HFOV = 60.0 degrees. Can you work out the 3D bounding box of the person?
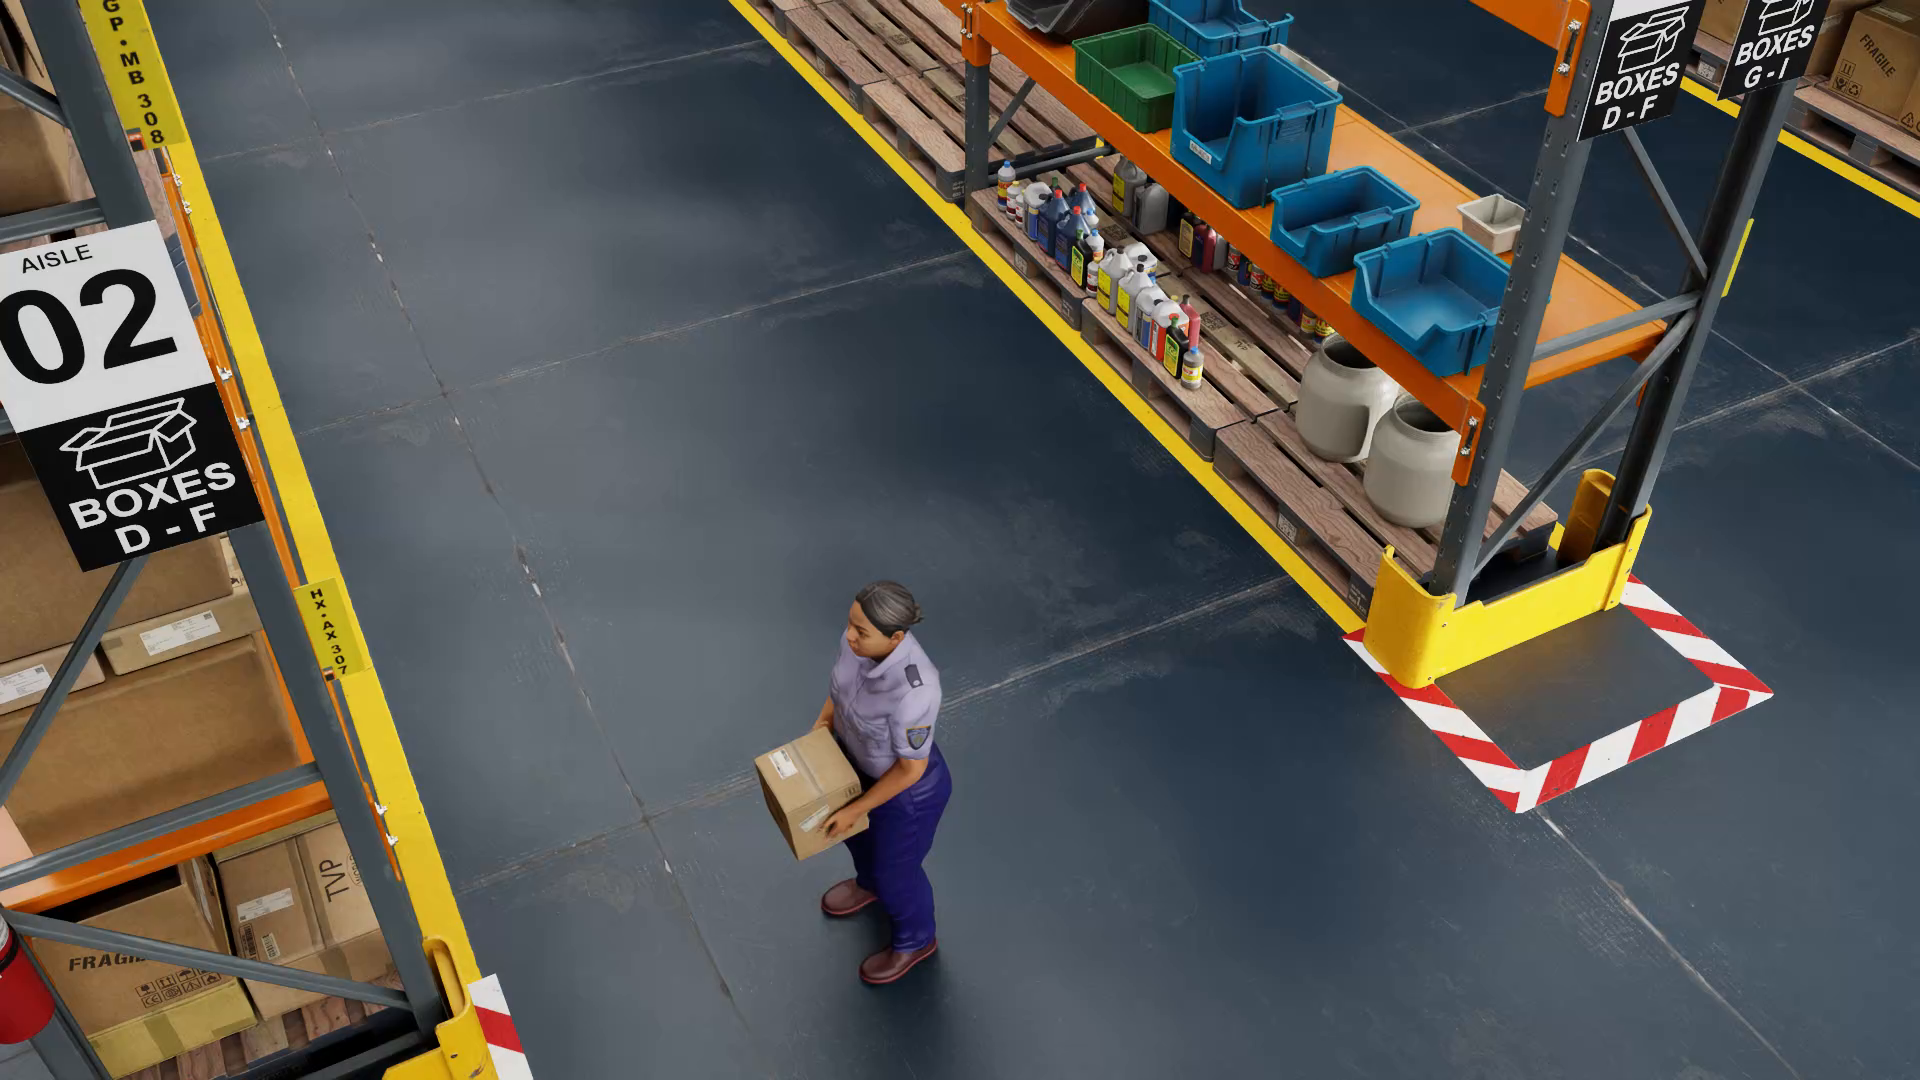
[{"bbox_3d":[-0.283,0.766,5.297,0.463,1.655,0.494,-19,45,-21],"label":"person"}]
